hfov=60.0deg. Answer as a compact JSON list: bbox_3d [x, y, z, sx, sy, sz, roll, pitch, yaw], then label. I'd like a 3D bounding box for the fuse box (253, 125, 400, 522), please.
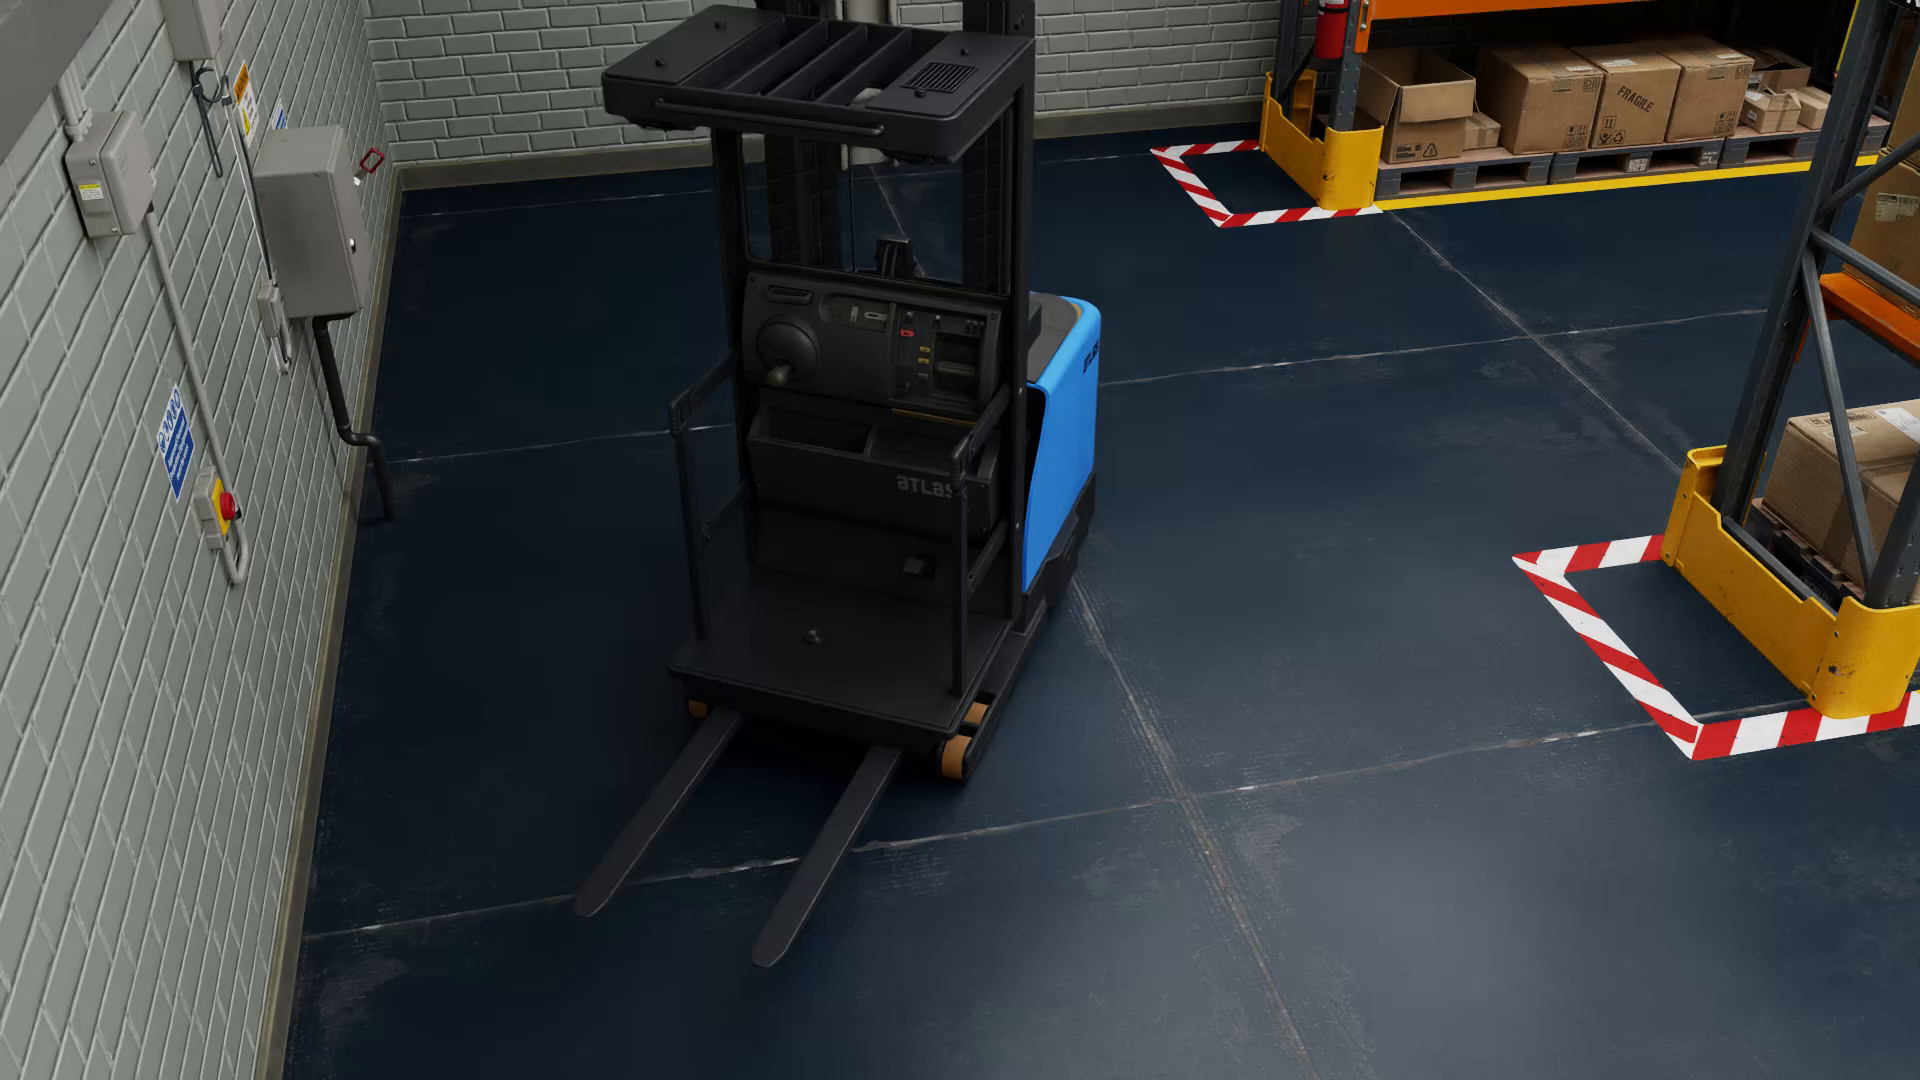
[{"bbox_3d":[-2.501,-0.825,6.944,0.414,1.711,0.539,-7,35,-11],"label":"fuse box"}]

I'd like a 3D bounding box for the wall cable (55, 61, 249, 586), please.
[{"bbox_3d":[-2.180,-0.635,4.565,0.123,1.953,0.585,-7,35,-11],"label":"wall cable"}]

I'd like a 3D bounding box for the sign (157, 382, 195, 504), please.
[{"bbox_3d":[-2.229,-0.279,4.731,0.001,0.218,0.327,-7,35,-11],"label":"sign"}]

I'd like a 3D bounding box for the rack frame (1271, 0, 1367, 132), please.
[{"bbox_3d":[2.216,-3.603,9.928,0.127,3.000,1.000,-7,35,-11],"label":"rack frame"}]

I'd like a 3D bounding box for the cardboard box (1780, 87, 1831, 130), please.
[{"bbox_3d":[5.639,-2.858,10.998,0.250,0.149,0.380,-8,35,-12],"label":"cardboard box"}]

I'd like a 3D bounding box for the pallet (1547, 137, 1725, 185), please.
[{"bbox_3d":[4.255,-2.701,11.086,1.213,0.211,1.003,-7,35,-11],"label":"pallet"}]

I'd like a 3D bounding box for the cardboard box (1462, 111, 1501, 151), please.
[{"bbox_3d":[3.256,-2.649,10.687,0.250,0.149,0.380,-9,35,-12],"label":"cardboard box"}]

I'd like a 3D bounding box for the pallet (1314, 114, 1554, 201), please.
[{"bbox_3d":[3.067,-2.553,10.866,1.213,0.211,1.003,-7,35,-11],"label":"pallet"}]

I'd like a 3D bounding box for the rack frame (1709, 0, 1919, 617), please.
[{"bbox_3d":[3.314,-0.906,5.908,0.127,3.000,1.000,-7,35,-11],"label":"rack frame"}]

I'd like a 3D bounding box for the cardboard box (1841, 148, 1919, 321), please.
[{"bbox_3d":[3.727,-1.151,6.183,0.500,0.500,0.500,-7,34,-10],"label":"cardboard box"}]

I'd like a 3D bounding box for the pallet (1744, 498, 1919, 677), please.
[{"bbox_3d":[4.077,0.111,6.895,1.213,0.211,1.003,-7,35,-11],"label":"pallet"}]

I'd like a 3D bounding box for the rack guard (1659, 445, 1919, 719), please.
[{"bbox_3d":[3.291,0.135,6.601,0.348,0.500,1.175,-7,35,-11],"label":"rack guard"}]

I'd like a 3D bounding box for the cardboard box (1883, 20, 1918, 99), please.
[{"bbox_3d":[6.639,-3.169,11.147,0.500,0.500,0.500,-6,34,-8],"label":"cardboard box"}]

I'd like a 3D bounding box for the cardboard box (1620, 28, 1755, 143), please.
[{"bbox_3d":[4.688,-2.975,10.858,0.500,0.500,0.700,-8,35,-12],"label":"cardboard box"}]

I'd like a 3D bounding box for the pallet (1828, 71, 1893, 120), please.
[{"bbox_3d":[6.902,-3.058,11.617,1.213,0.211,1.003,-7,35,-11],"label":"pallet"}]

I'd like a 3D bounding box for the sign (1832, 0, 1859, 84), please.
[{"bbox_3d":[3.208,-1.782,5.962,0.005,0.325,0.100,-7,35,-11],"label":"sign"}]

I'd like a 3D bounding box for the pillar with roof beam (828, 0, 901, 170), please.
[{"bbox_3d":[0.337,-3.913,5.006,0.400,9.000,9.100,-7,35,-11],"label":"pillar with roof beam"}]

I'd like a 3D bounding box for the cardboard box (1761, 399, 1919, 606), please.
[{"bbox_3d":[3.936,-0.152,6.707,0.875,0.438,0.875,-8,35,-12],"label":"cardboard box"}]

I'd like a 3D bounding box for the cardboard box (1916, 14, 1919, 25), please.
[{"bbox_3d":[6.526,-3.400,10.910,0.250,0.149,0.380,-6,34,-8],"label":"cardboard box"}]

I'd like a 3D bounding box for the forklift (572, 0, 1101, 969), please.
[{"bbox_3d":[-0.381,-0.614,5.535,1.130,2.935,3.031,11,35,16],"label":"forklift"}]

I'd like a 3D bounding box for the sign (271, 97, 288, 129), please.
[{"bbox_3d":[-2.812,-1.564,6.973,0.001,0.494,0.329,-7,35,-11],"label":"sign"}]

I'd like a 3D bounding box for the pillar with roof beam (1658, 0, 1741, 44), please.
[{"bbox_3d":[6.189,-4.651,6.105,0.400,9.000,9.100,-7,35,-11],"label":"pillar with roof beam"}]

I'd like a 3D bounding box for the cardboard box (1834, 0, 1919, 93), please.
[{"bbox_3d":[6.531,-3.453,11.570,0.500,0.500,0.500,-7,35,-11],"label":"cardboard box"}]

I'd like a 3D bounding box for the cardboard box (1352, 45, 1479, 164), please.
[{"bbox_3d":[2.833,-2.765,10.542,0.637,0.503,0.797,-9,35,-12],"label":"cardboard box"}]

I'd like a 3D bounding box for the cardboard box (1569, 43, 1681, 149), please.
[{"bbox_3d":[4.213,-2.858,10.684,0.500,0.500,0.500,-7,34,-10],"label":"cardboard box"}]

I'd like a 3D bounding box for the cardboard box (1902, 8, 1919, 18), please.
[{"bbox_3d":[6.413,-3.703,11.360,0.250,0.149,0.380,-9,35,-12],"label":"cardboard box"}]

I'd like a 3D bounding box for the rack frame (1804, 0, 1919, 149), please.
[{"bbox_3d":[6.117,-4.095,10.661,0.127,3.000,1.000,-7,35,-11],"label":"rack frame"}]

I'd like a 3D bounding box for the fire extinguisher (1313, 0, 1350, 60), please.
[{"bbox_3d":[2.174,-3.147,9.652,0.183,0.674,0.296,-7,35,-11],"label":"fire extinguisher"}]

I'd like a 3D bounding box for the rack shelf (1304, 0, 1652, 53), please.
[{"bbox_3d":[4.167,-3.551,10.495,4.000,0.370,1.077,-7,35,-11],"label":"rack shelf"}]

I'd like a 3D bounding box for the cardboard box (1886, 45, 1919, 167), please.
[{"bbox_3d":[3.732,-1.552,5.883,0.500,0.500,0.500,-6,34,-9],"label":"cardboard box"}]

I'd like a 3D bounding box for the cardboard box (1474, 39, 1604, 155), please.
[{"bbox_3d":[3.676,-2.848,10.668,0.500,0.500,0.700,-6,34,-9],"label":"cardboard box"}]

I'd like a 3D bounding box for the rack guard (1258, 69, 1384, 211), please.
[{"bbox_3d":[2.290,-2.575,10.638,0.348,0.500,1.175,-7,35,-11],"label":"rack guard"}]

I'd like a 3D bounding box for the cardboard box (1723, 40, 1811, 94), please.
[{"bbox_3d":[5.421,-3.200,11.363,0.500,0.311,0.500,-6,34,-9],"label":"cardboard box"}]

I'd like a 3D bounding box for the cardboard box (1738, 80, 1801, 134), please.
[{"bbox_3d":[5.290,-2.862,10.900,0.258,0.266,0.396,-6,34,-9],"label":"cardboard box"}]

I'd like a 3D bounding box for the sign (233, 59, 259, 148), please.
[{"bbox_3d":[-2.691,-1.647,6.272,0.001,0.242,0.339,-7,35,-11],"label":"sign"}]

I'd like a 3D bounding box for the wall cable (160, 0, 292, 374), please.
[{"bbox_3d":[-2.504,-1.392,5.720,0.122,1.984,0.588,-7,35,-11],"label":"wall cable"}]

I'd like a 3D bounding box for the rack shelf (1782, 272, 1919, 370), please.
[{"bbox_3d":[5.265,-0.853,6.475,4.000,0.370,1.077,-7,35,-11],"label":"rack shelf"}]

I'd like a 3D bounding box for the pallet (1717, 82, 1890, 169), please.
[{"bbox_3d":[5.447,-2.853,11.313,1.213,0.211,1.003,-7,35,-11],"label":"pallet"}]
